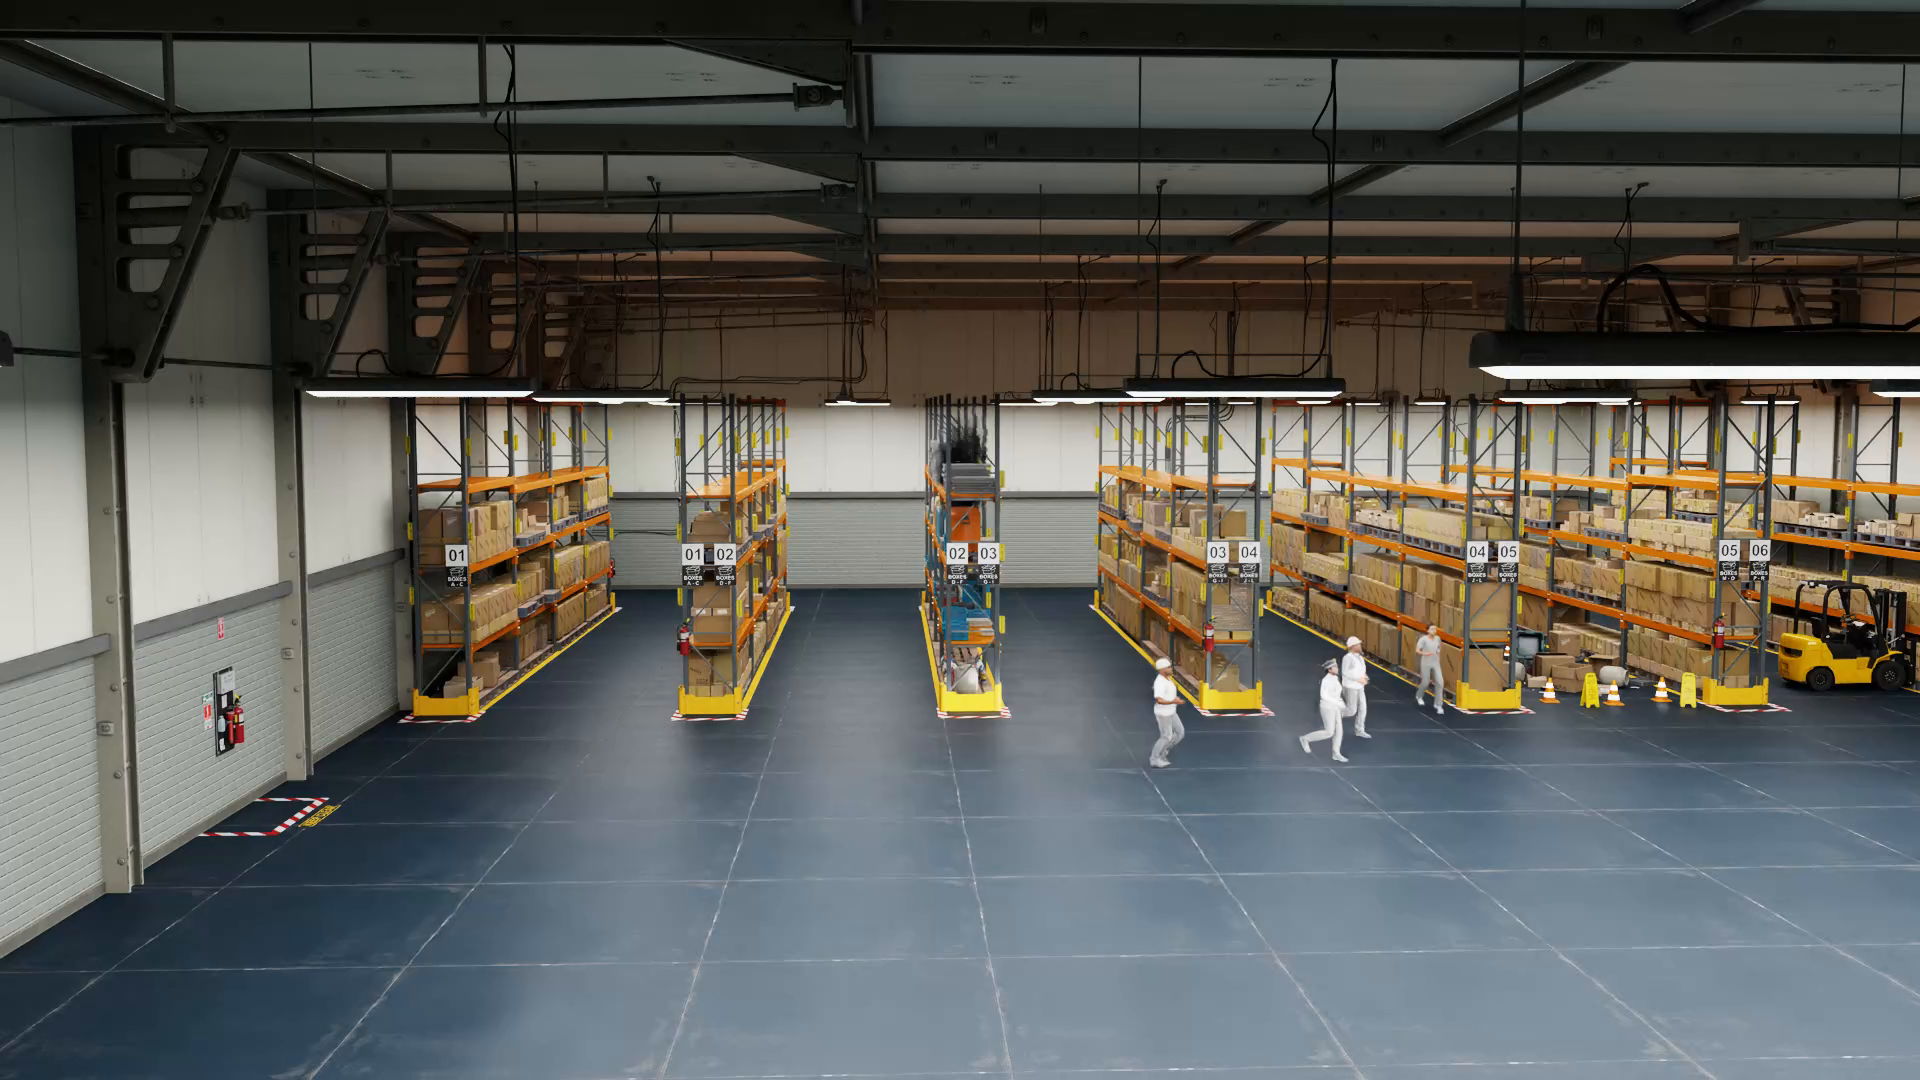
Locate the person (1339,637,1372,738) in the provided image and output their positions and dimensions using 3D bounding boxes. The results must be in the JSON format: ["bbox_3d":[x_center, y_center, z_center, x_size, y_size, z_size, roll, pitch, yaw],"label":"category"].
[{"bbox_3d":[6.835,2.563,29.098,0.820,1.769,0.669,3,6,37],"label":"person"}]

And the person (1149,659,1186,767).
[{"bbox_3d":[3.320,2.760,26.450,0.624,1.750,0.664,2,5,22],"label":"person"}]

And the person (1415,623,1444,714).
[{"bbox_3d":[8.914,2.402,31.592,0.596,1.689,0.928,-1,5,-9],"label":"person"}]

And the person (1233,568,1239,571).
[{"bbox_3d":[7.867,1.093,47.881,0.618,1.686,0.843,3,6,37],"label":"person"}]

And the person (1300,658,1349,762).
[{"bbox_3d":[5.975,2.758,27.119,0.781,1.695,0.624,2,5,27],"label":"person"}]
